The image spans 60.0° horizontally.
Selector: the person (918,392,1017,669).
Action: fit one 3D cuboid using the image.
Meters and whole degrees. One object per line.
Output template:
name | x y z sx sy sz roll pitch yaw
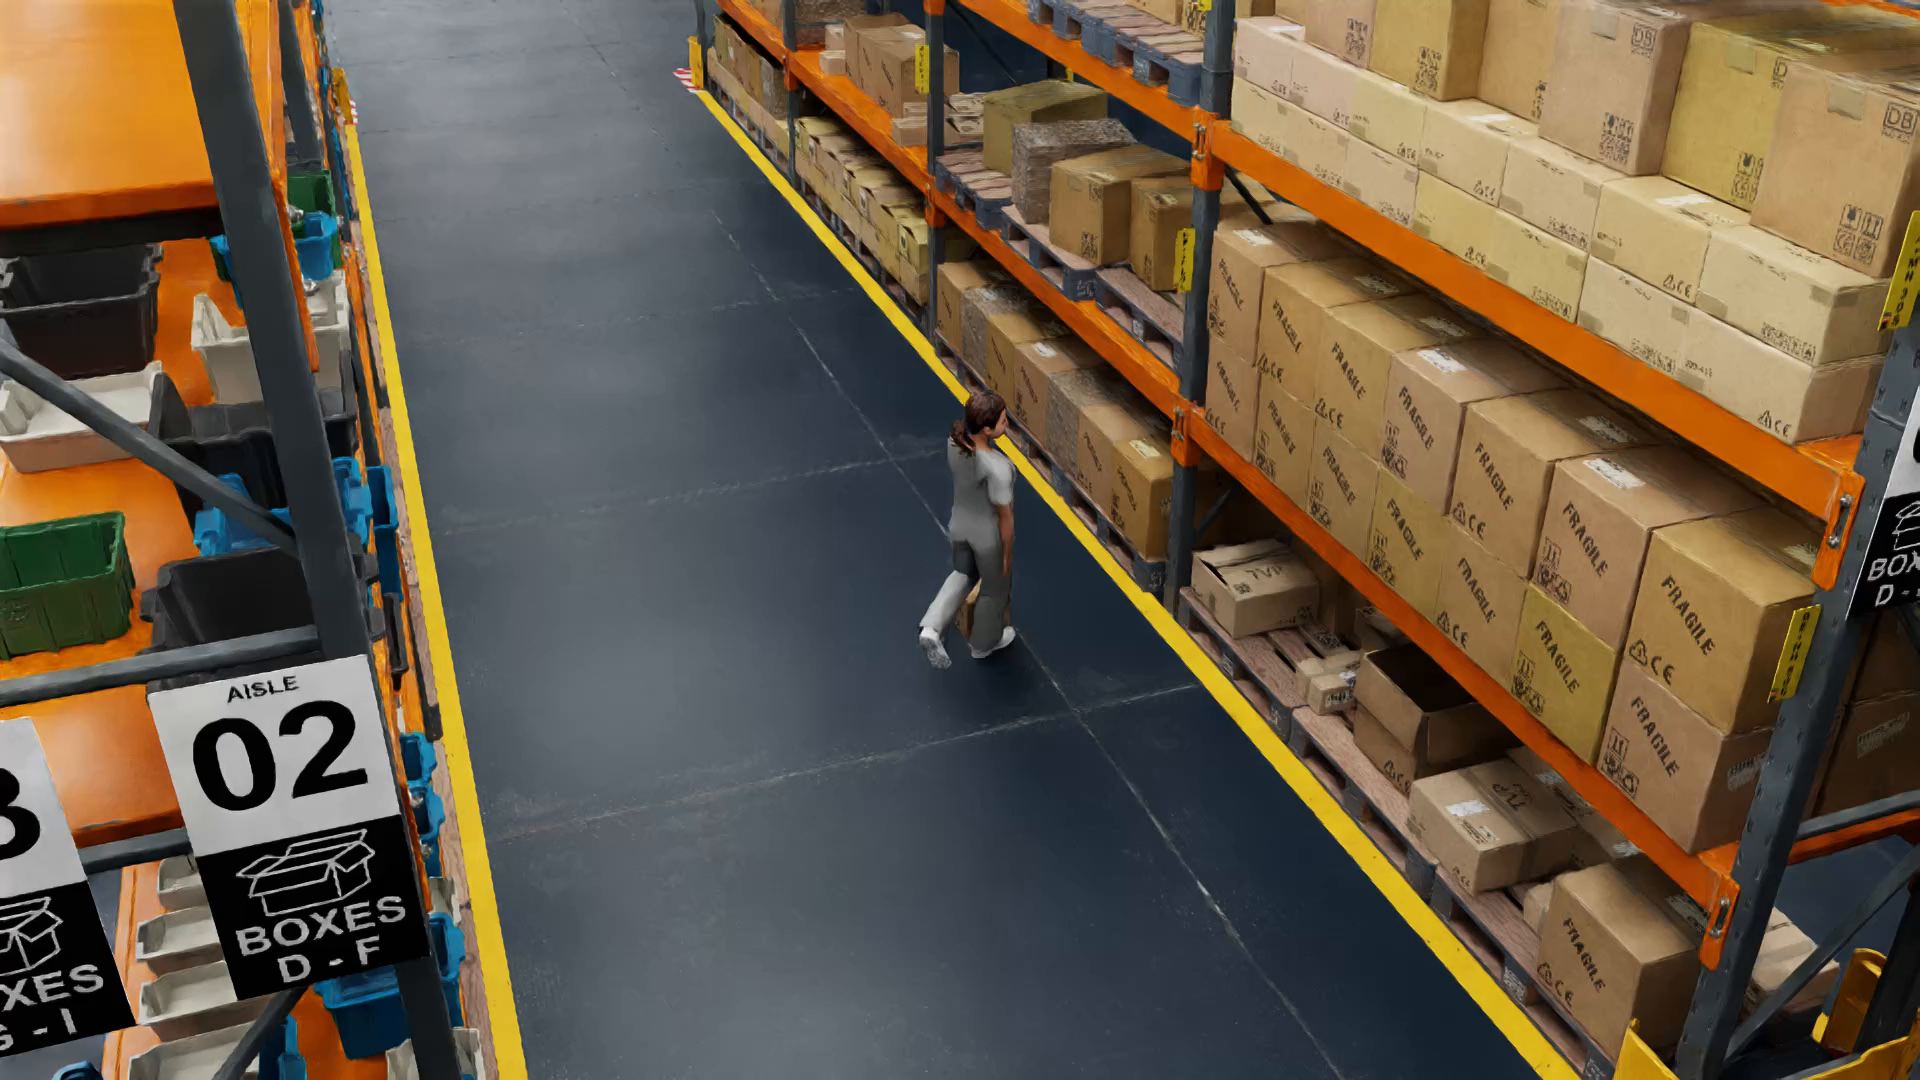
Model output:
person | 0.103 -0.020 8.403 0.488 1.645 0.740 25 38 36
